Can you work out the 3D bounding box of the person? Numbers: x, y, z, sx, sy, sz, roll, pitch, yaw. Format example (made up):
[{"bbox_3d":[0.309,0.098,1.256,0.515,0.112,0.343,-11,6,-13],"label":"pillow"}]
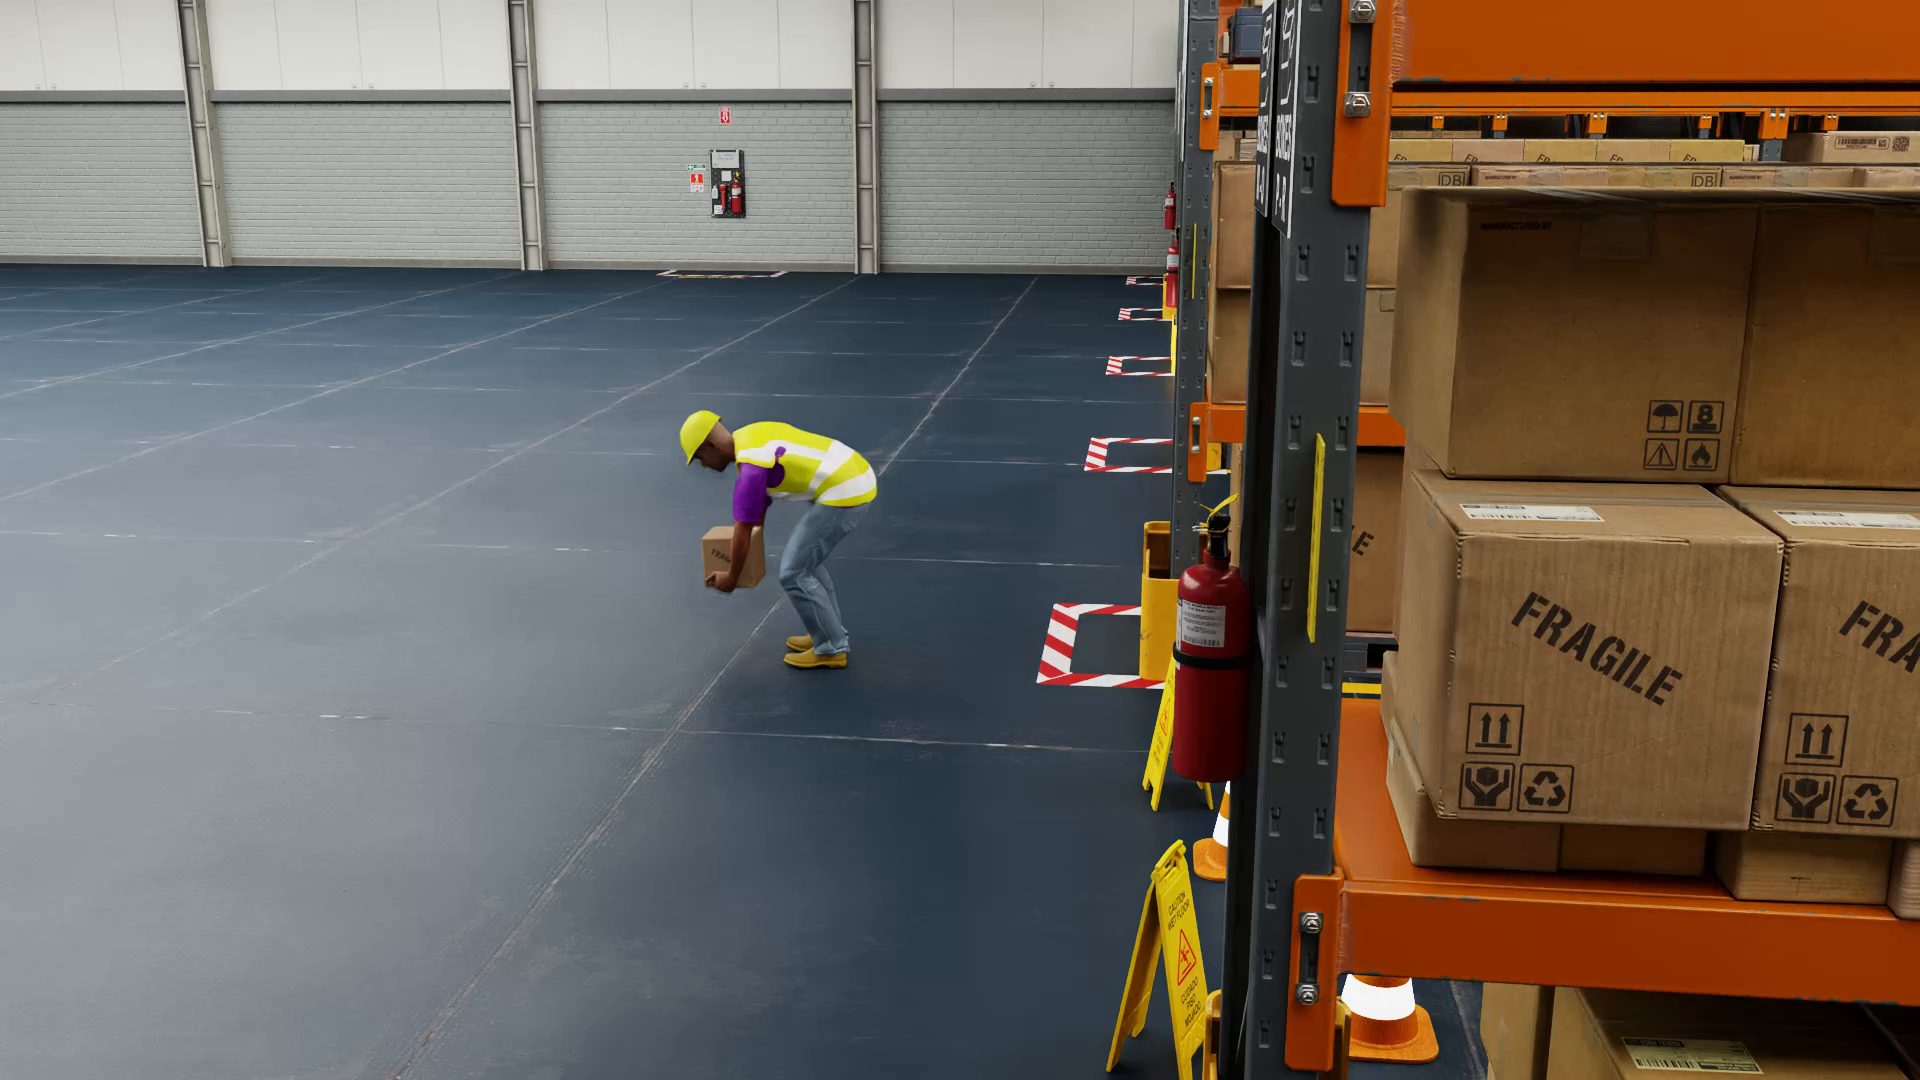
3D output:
[{"bbox_3d":[-0.876,-0.015,8.099,0.945,1.232,0.497,1,14,4],"label":"person"}]
